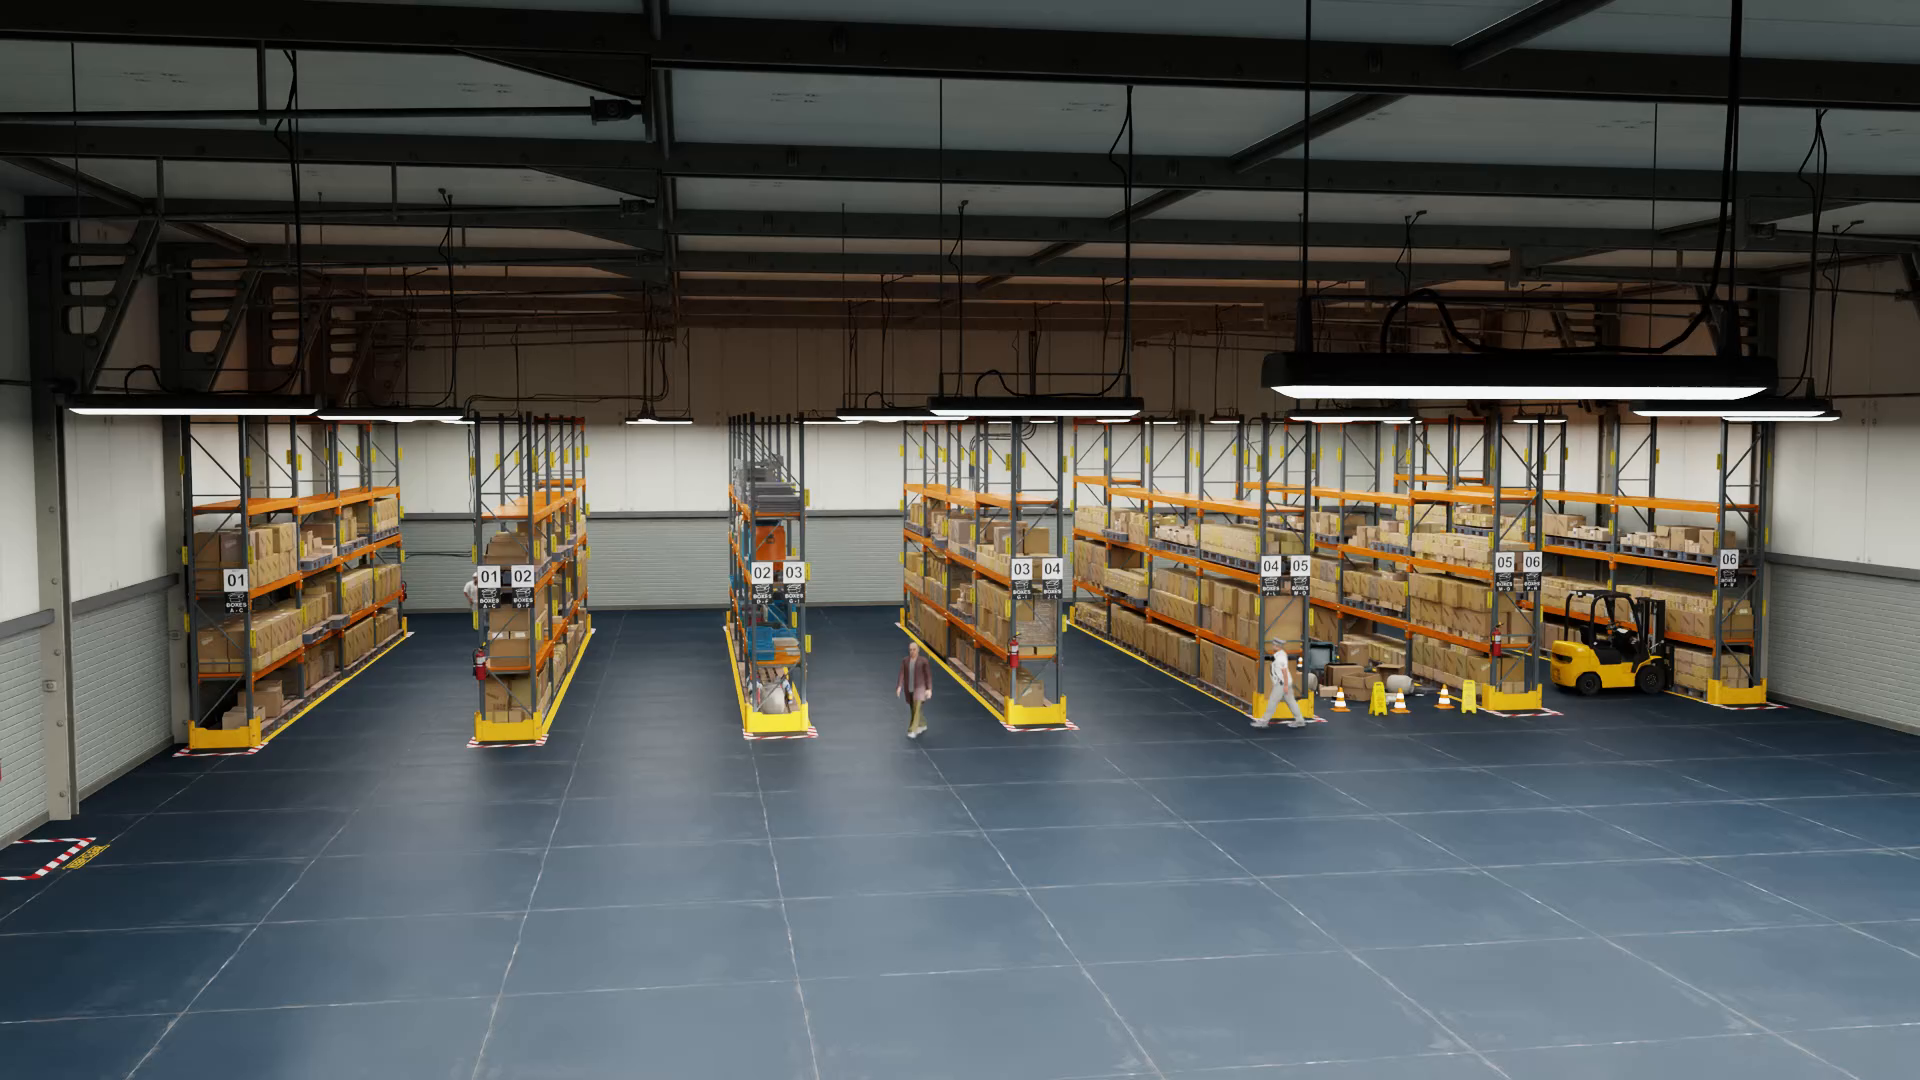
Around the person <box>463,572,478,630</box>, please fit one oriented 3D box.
[{"bbox_3d":[-13.551,1.720,46.673,0.666,1.663,0.692,0,4,1],"label":"person"}]

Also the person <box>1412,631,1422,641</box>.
[{"bbox_3d":[11.599,2.039,41.938,0.610,1.678,0.711,-2,4,-24],"label":"person"}]

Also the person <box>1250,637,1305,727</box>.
[{"bbox_3d":[6.044,2.695,31.568,1.022,1.702,0.594,1,4,13],"label":"person"}]

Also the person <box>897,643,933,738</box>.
[{"bbox_3d":[-0.863,2.755,30.628,0.594,1.724,1.128,2,5,32],"label":"person"}]
